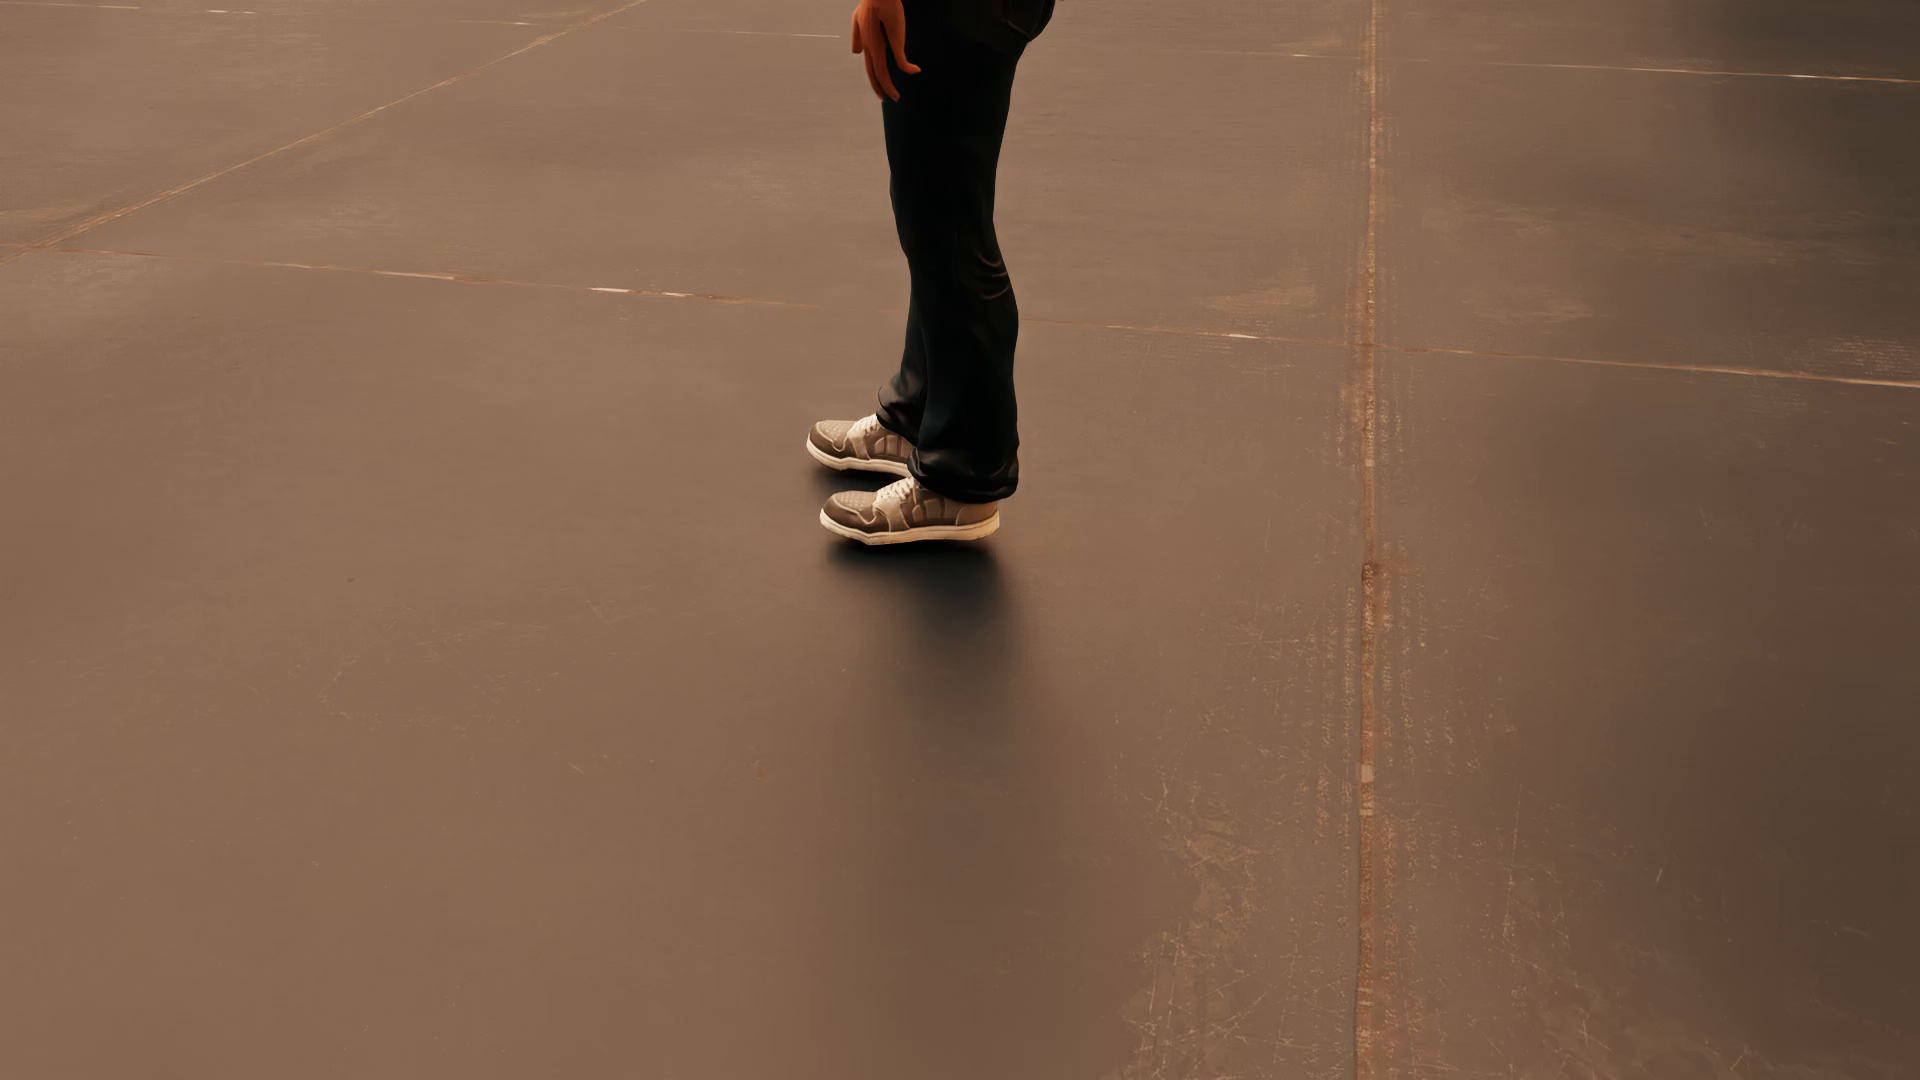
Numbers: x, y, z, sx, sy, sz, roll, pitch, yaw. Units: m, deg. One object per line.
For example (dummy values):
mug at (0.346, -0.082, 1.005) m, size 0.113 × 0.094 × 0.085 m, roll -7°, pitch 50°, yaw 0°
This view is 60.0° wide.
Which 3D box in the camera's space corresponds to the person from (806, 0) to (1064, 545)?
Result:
person at (-0.070, -0.734, 2.164) m, size 0.473 × 1.599 × 0.520 m, roll 6°, pitch 27°, yaw 11°
